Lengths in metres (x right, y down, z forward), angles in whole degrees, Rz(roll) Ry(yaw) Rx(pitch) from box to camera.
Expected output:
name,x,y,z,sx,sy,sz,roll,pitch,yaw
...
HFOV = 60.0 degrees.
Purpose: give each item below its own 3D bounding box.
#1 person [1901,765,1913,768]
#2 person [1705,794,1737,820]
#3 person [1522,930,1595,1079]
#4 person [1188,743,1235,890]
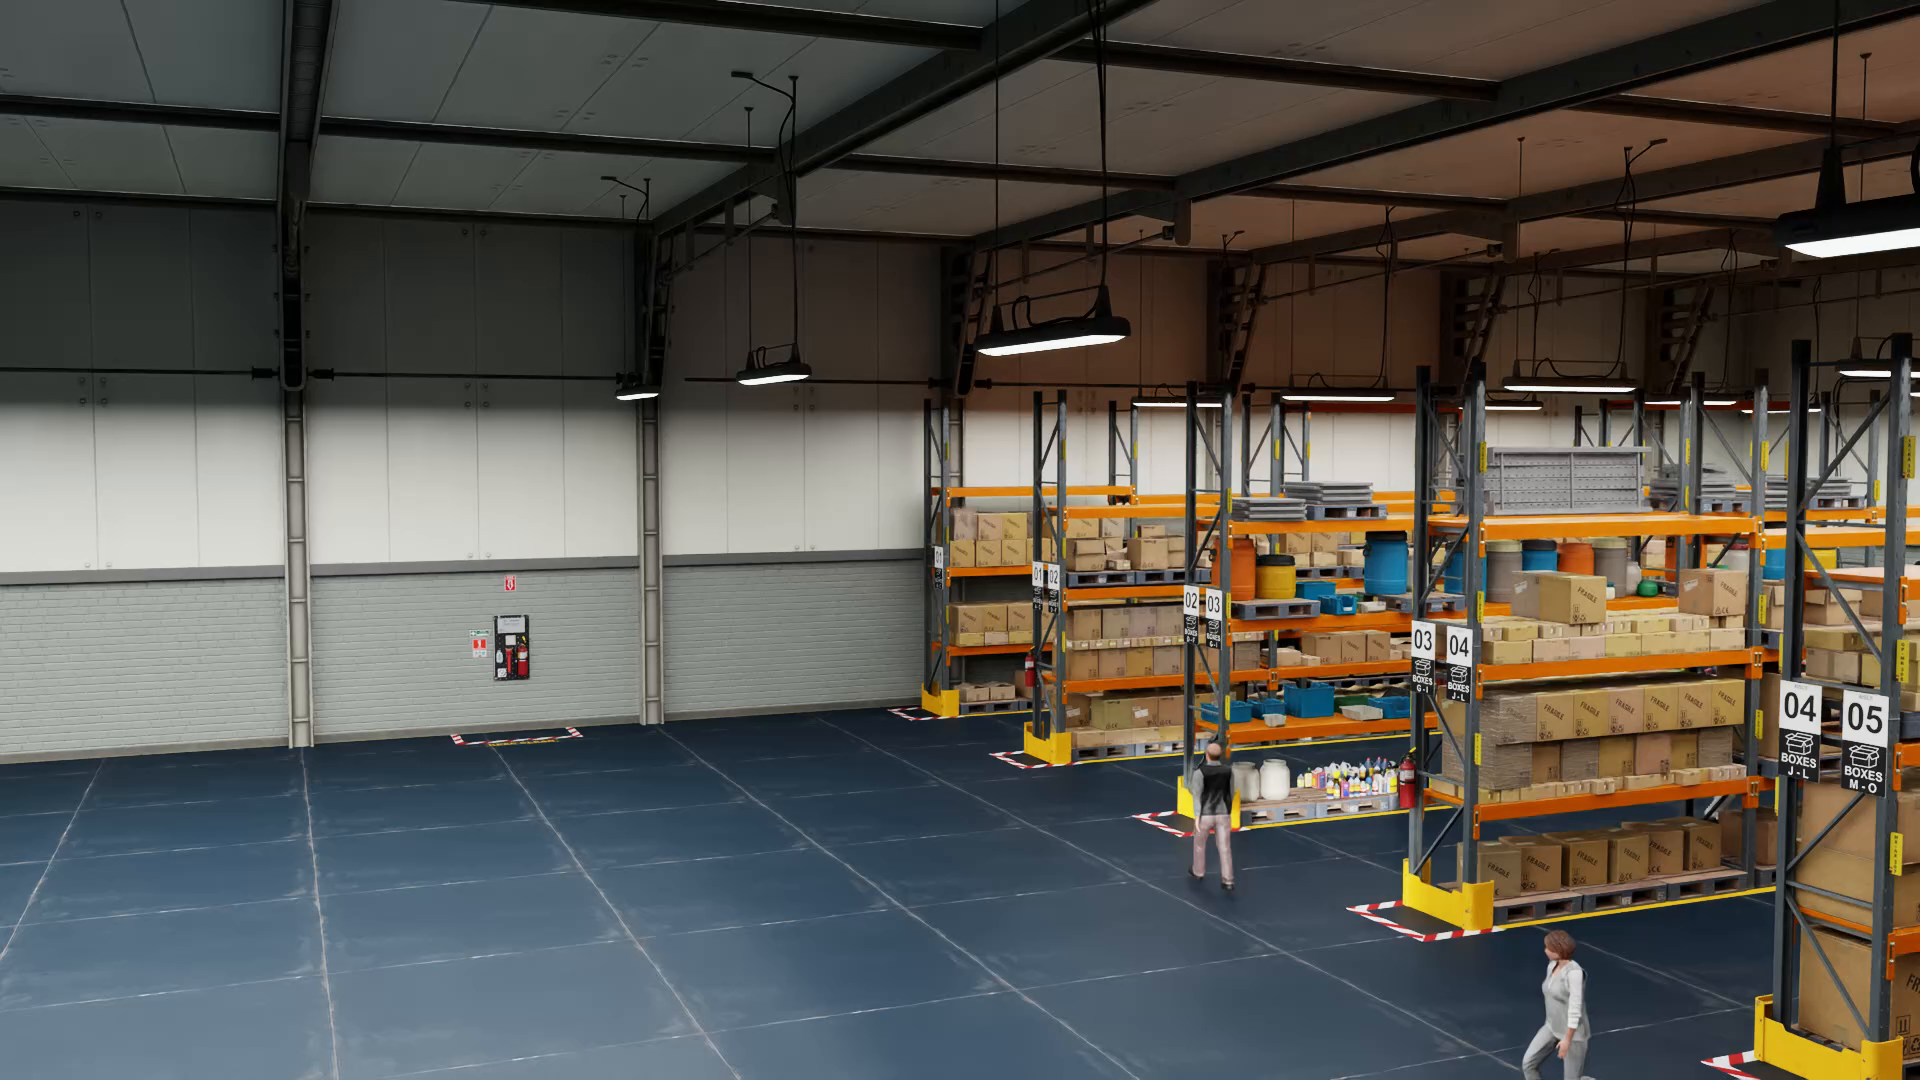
name,x,y,z,sx,sy,sz,roll,pitch,yaw
person,10.260,3.256,18.202,0.977,1.616,0.471,-2,4,-27
person,10.409,2.946,22.697,0.593,1.775,0.617,-1,4,-21
person,4.550,3.698,12.515,0.904,1.431,0.407,-1,3,-16
person,2.934,3.189,19.293,0.538,1.670,1.070,0,3,-7
